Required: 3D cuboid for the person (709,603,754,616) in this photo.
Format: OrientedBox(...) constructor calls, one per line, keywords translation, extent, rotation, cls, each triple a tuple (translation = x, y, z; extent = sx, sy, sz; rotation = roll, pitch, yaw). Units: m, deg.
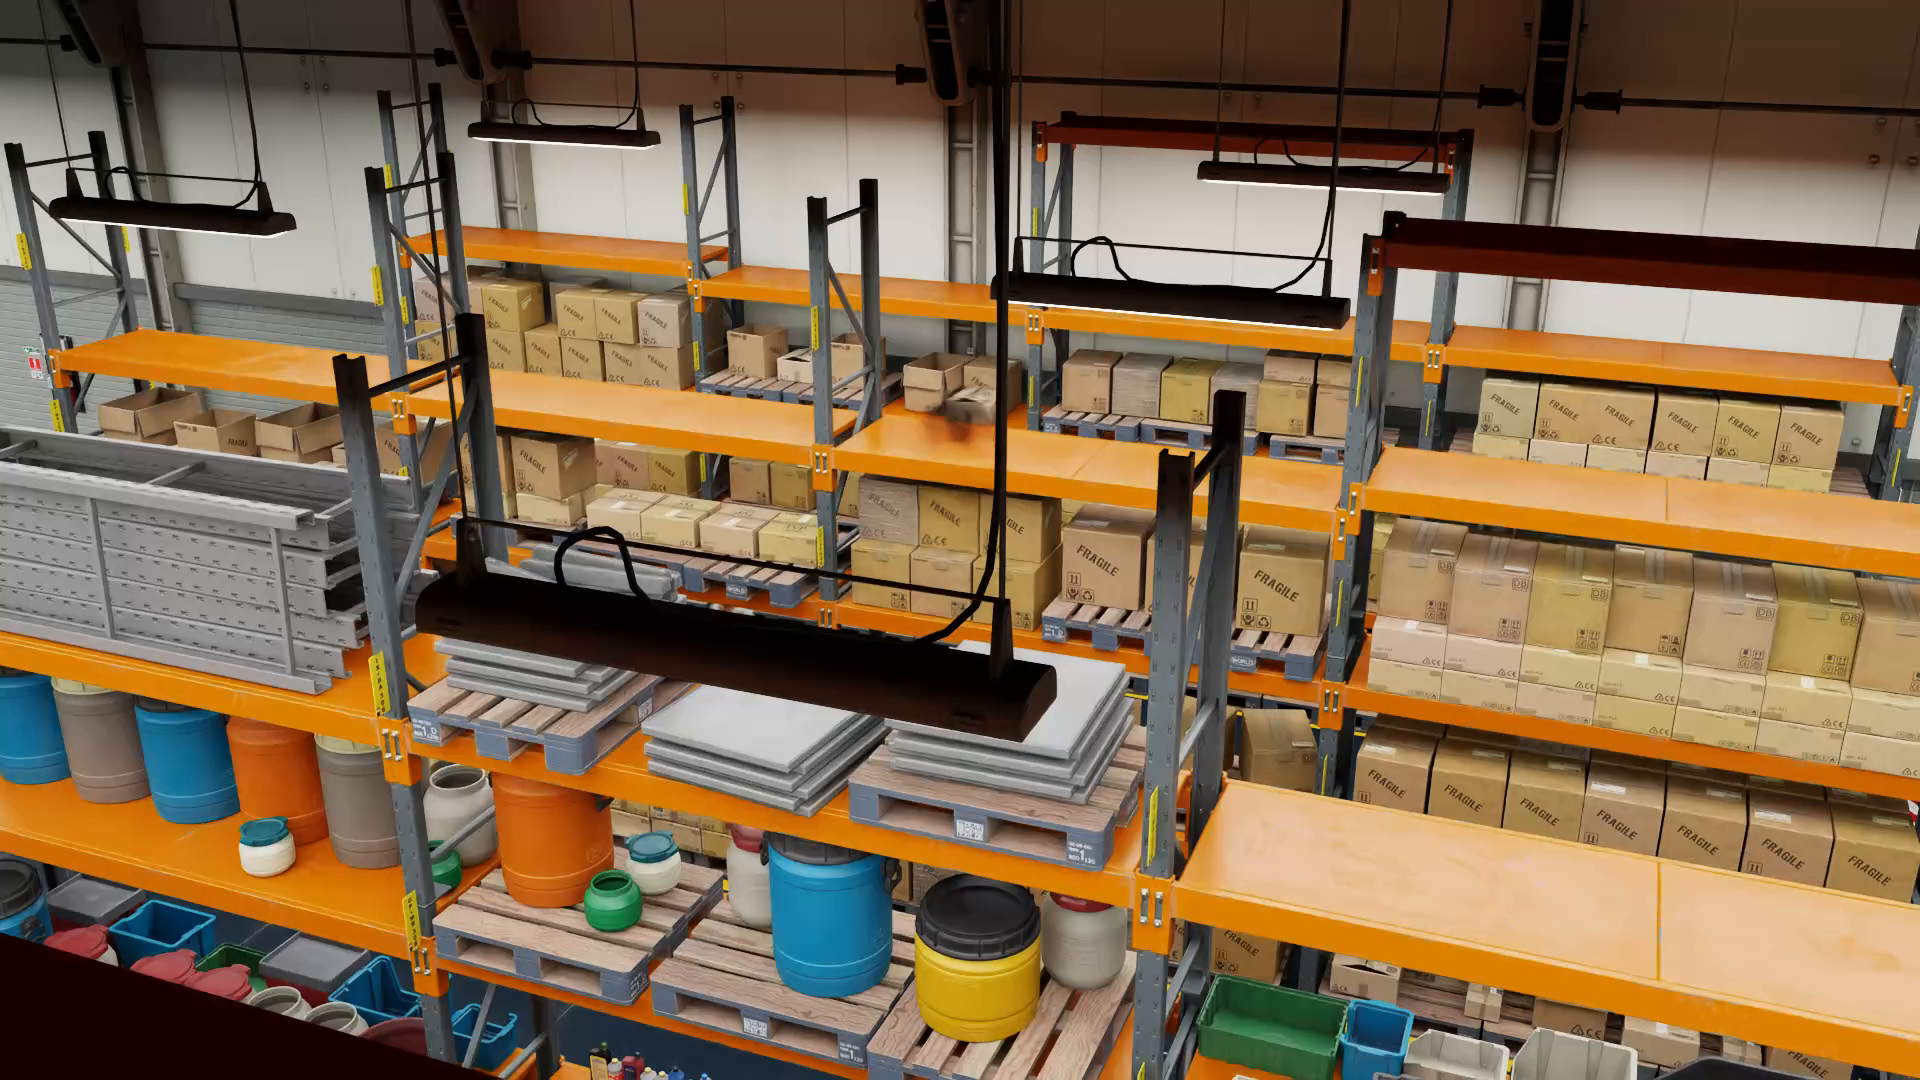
OrientedBox(translation=(-2.310, 1.206, 16.702), extent=(0.635, 1.796, 0.386), rotation=(12, 24, 28), cls="person")
